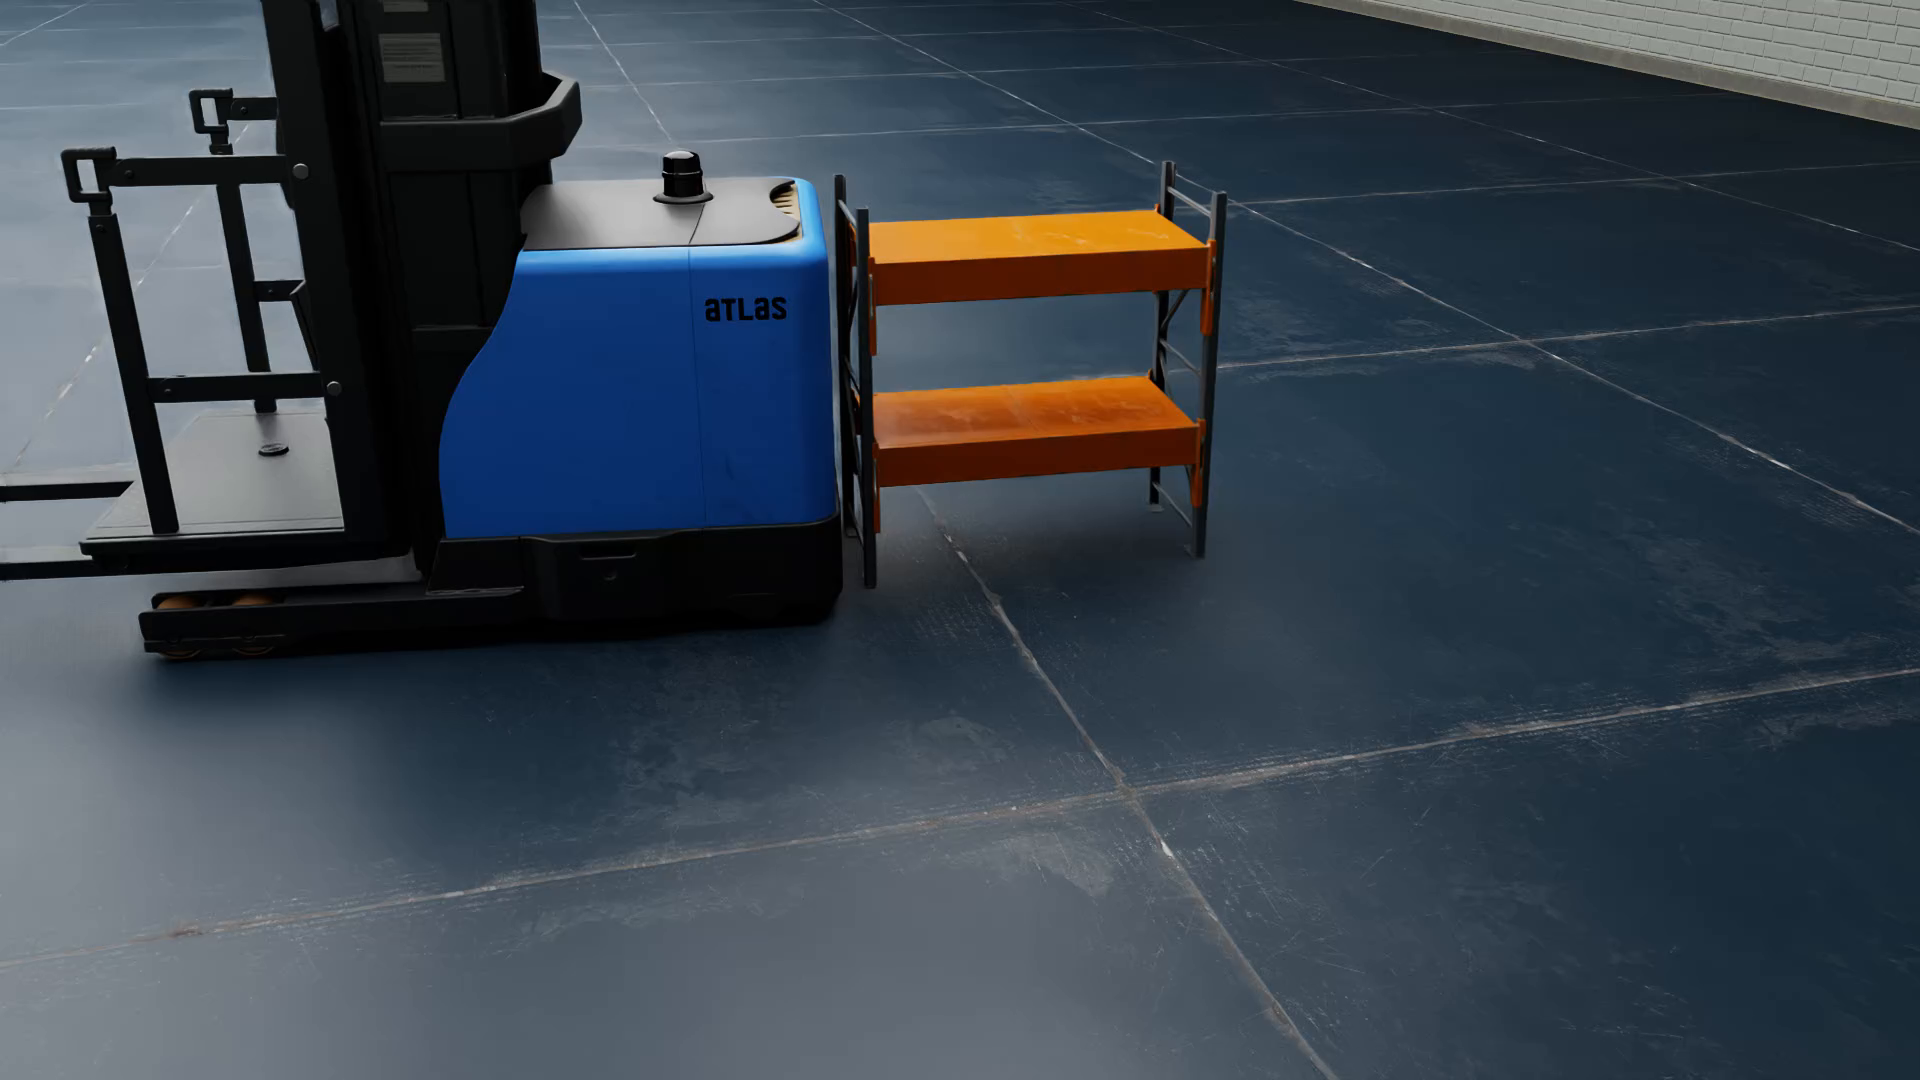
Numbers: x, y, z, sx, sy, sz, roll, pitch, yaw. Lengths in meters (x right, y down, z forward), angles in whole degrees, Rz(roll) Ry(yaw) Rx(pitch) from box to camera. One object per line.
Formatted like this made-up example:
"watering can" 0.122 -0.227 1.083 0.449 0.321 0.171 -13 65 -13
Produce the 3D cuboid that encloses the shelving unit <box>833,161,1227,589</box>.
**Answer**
"shelving unit" 0.187 -0.510 5.013 1.048 1.125 0.538 -5 24 -11

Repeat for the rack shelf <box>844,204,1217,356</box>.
"rack shelf" 0.187 -0.779 4.897 1.000 0.278 0.538 -5 24 -11

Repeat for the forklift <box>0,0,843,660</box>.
"forklift" -1.888 -1.244 4.433 3.031 2.935 1.130 -3 23 -6

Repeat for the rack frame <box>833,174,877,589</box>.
"rack frame" -0.311 -0.470 4.919 0.032 1.125 0.500 -5 24 -11

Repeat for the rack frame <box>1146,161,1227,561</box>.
"rack frame" 0.685 -0.551 5.107 0.032 1.125 0.500 -5 24 -11

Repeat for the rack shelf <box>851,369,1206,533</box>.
"rack shelf" 0.187 -0.286 5.109 1.000 0.278 0.538 -5 24 -11
